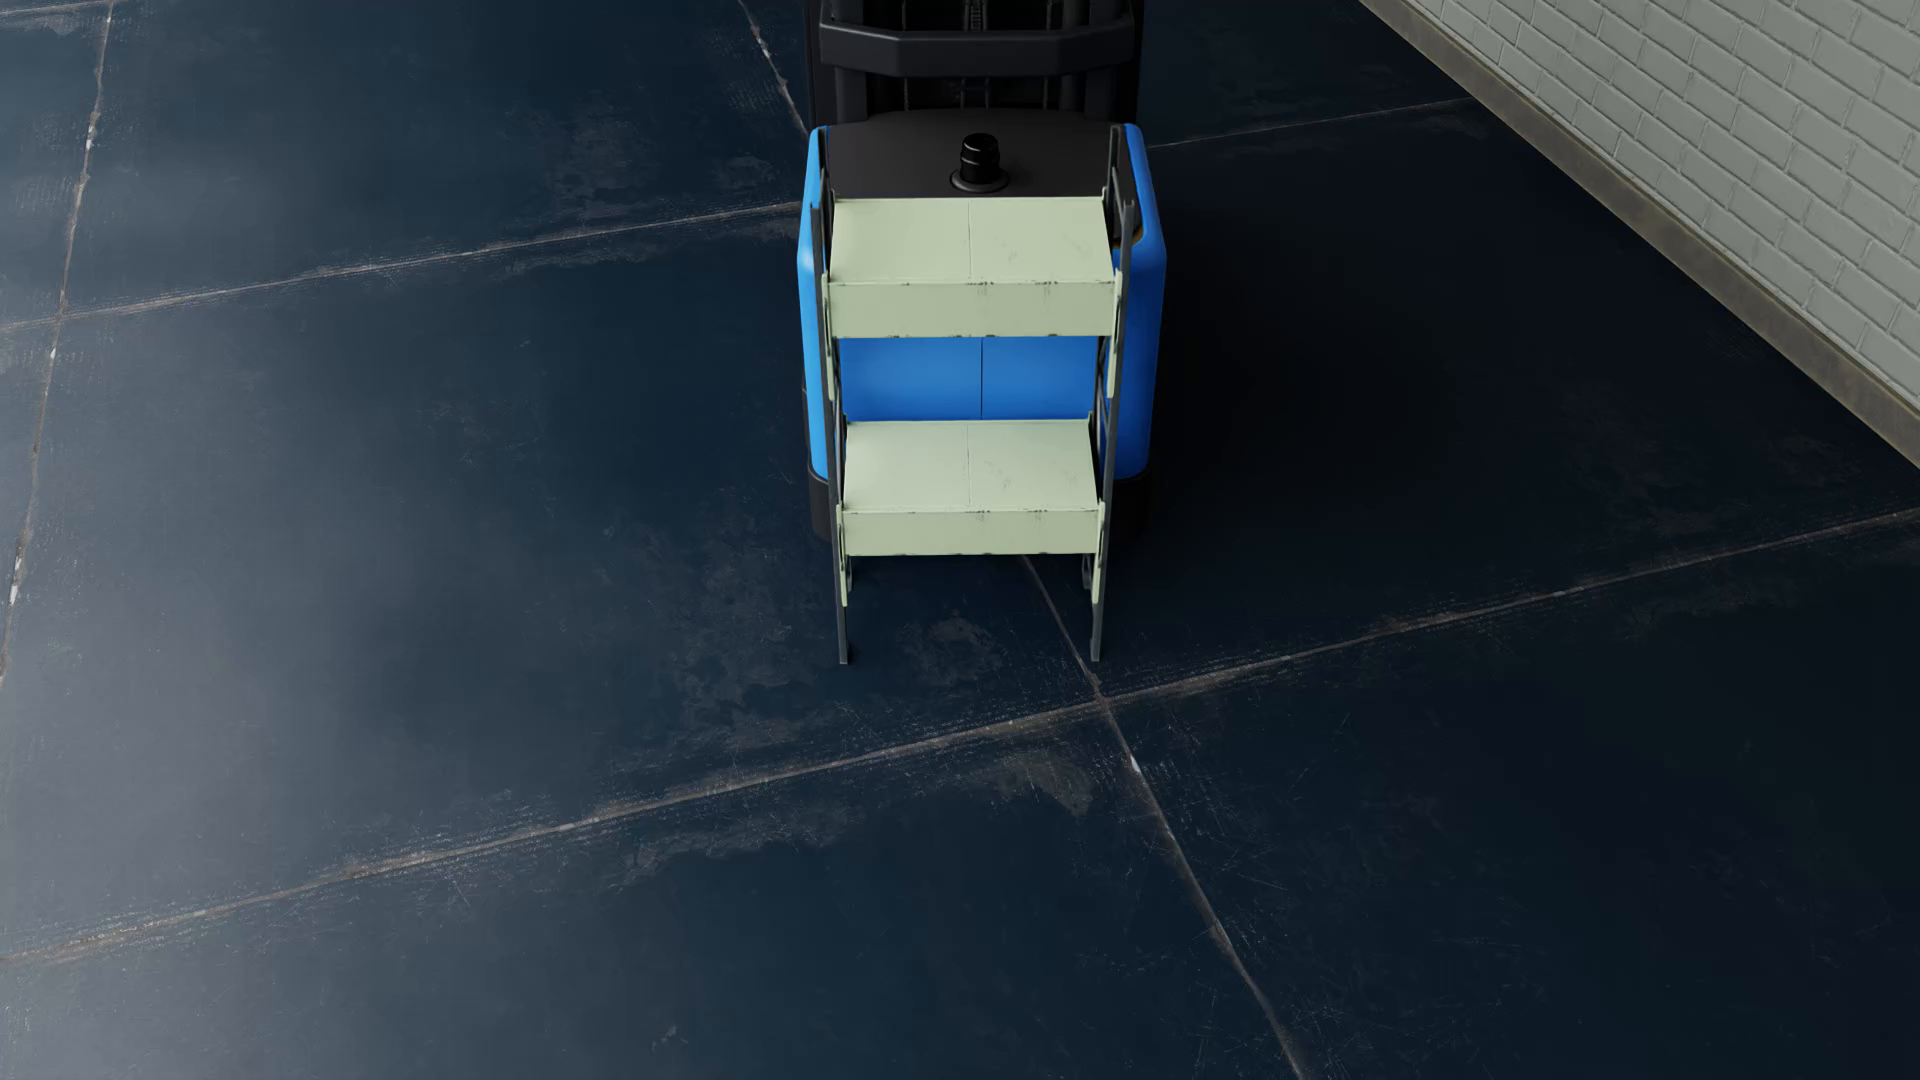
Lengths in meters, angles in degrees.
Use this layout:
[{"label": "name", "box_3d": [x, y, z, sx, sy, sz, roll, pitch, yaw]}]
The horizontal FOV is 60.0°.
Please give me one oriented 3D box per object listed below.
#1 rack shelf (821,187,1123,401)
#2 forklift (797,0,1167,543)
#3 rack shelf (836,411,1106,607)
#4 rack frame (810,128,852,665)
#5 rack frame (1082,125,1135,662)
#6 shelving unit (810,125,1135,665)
[{"label": "rack shelf", "box_3d": [0.026, -0.630, 4.238, 0.720, 0.370, 0.431, -1, 41, -1]}, {"label": "forklift", "box_3d": [0.038, -2.034, 5.351, 1.130, 2.935, 3.031, -1, 41, -1]}, {"label": "rack shelf", "box_3d": [0.026, -0.091, 4.709, 0.720, 0.370, 0.431, -1, 41, -1]}, {"label": "rack frame", "box_3d": [-0.340, -0.332, 4.490, 0.023, 1.500, 0.400, -1, 41, -1]}, {"label": "rack frame", "box_3d": [0.392, -0.340, 4.499, 0.023, 1.500, 0.400, -1, 41, -1]}, {"label": "shelving unit", "box_3d": [0.026, -0.336, 4.495, 0.755, 1.500, 0.431, -1, 41, -1]}]
